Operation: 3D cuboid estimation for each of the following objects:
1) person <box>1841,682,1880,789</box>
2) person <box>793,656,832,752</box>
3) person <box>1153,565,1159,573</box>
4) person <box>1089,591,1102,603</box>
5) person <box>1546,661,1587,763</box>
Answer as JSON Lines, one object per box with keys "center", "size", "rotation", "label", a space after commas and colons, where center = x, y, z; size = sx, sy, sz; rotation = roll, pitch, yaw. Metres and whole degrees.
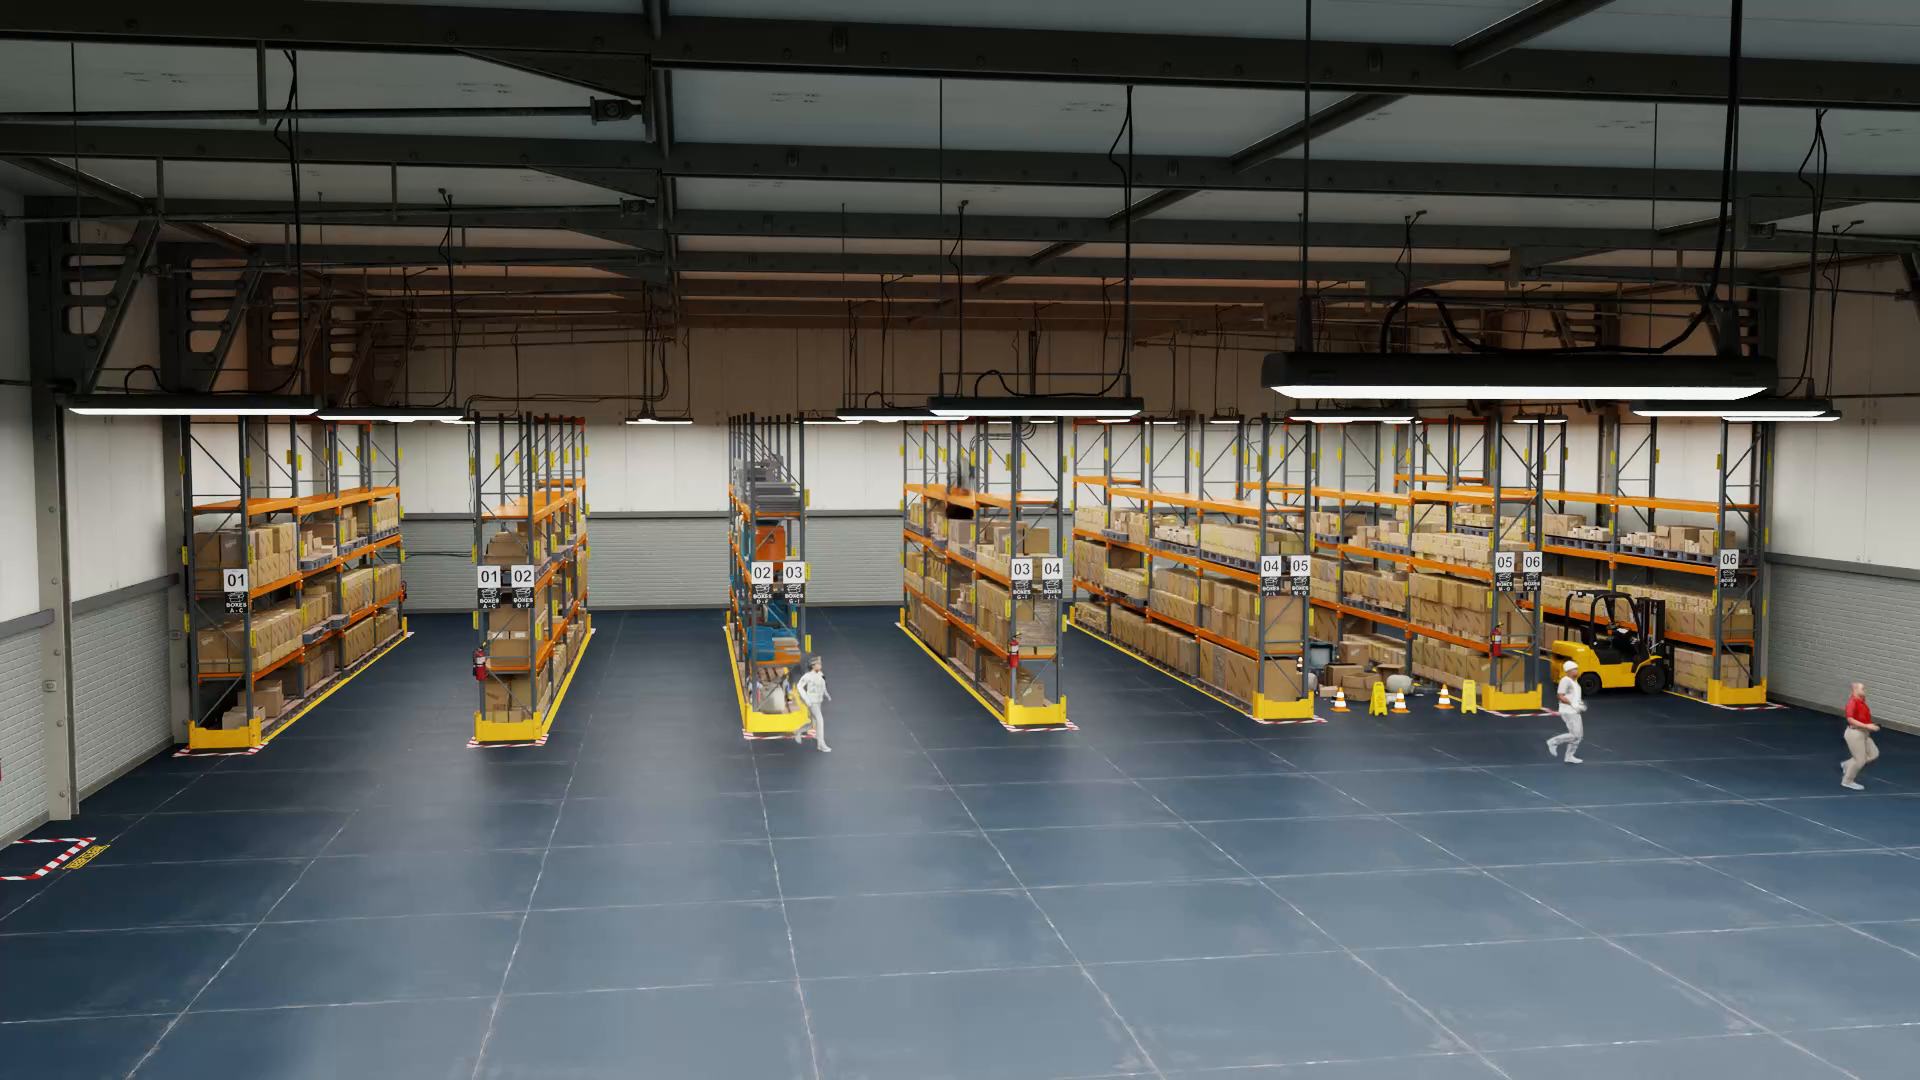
{"center": [14.244, 3.094, 26.309], "size": [0.592, 1.686, 0.658], "rotation": [4, 5, 42], "label": "person"}
{"center": [-2.638, 2.888, 29.516], "size": [0.863, 1.685, 0.598], "rotation": [2, 4, 28], "label": "person"}
{"center": [5.654, 1.578, 48.022], "size": [0.637, 1.735, 0.643], "rotation": [-1, 4, -20], "label": "person"}
{"center": [4.073, 1.506, 49.982], "size": [0.641, 1.637, 0.715], "rotation": [3, 5, 35], "label": "person"}
{"center": [10.358, 2.923, 28.349], "size": [0.624, 1.735, 0.674], "rotation": [2, 5, 32], "label": "person"}
